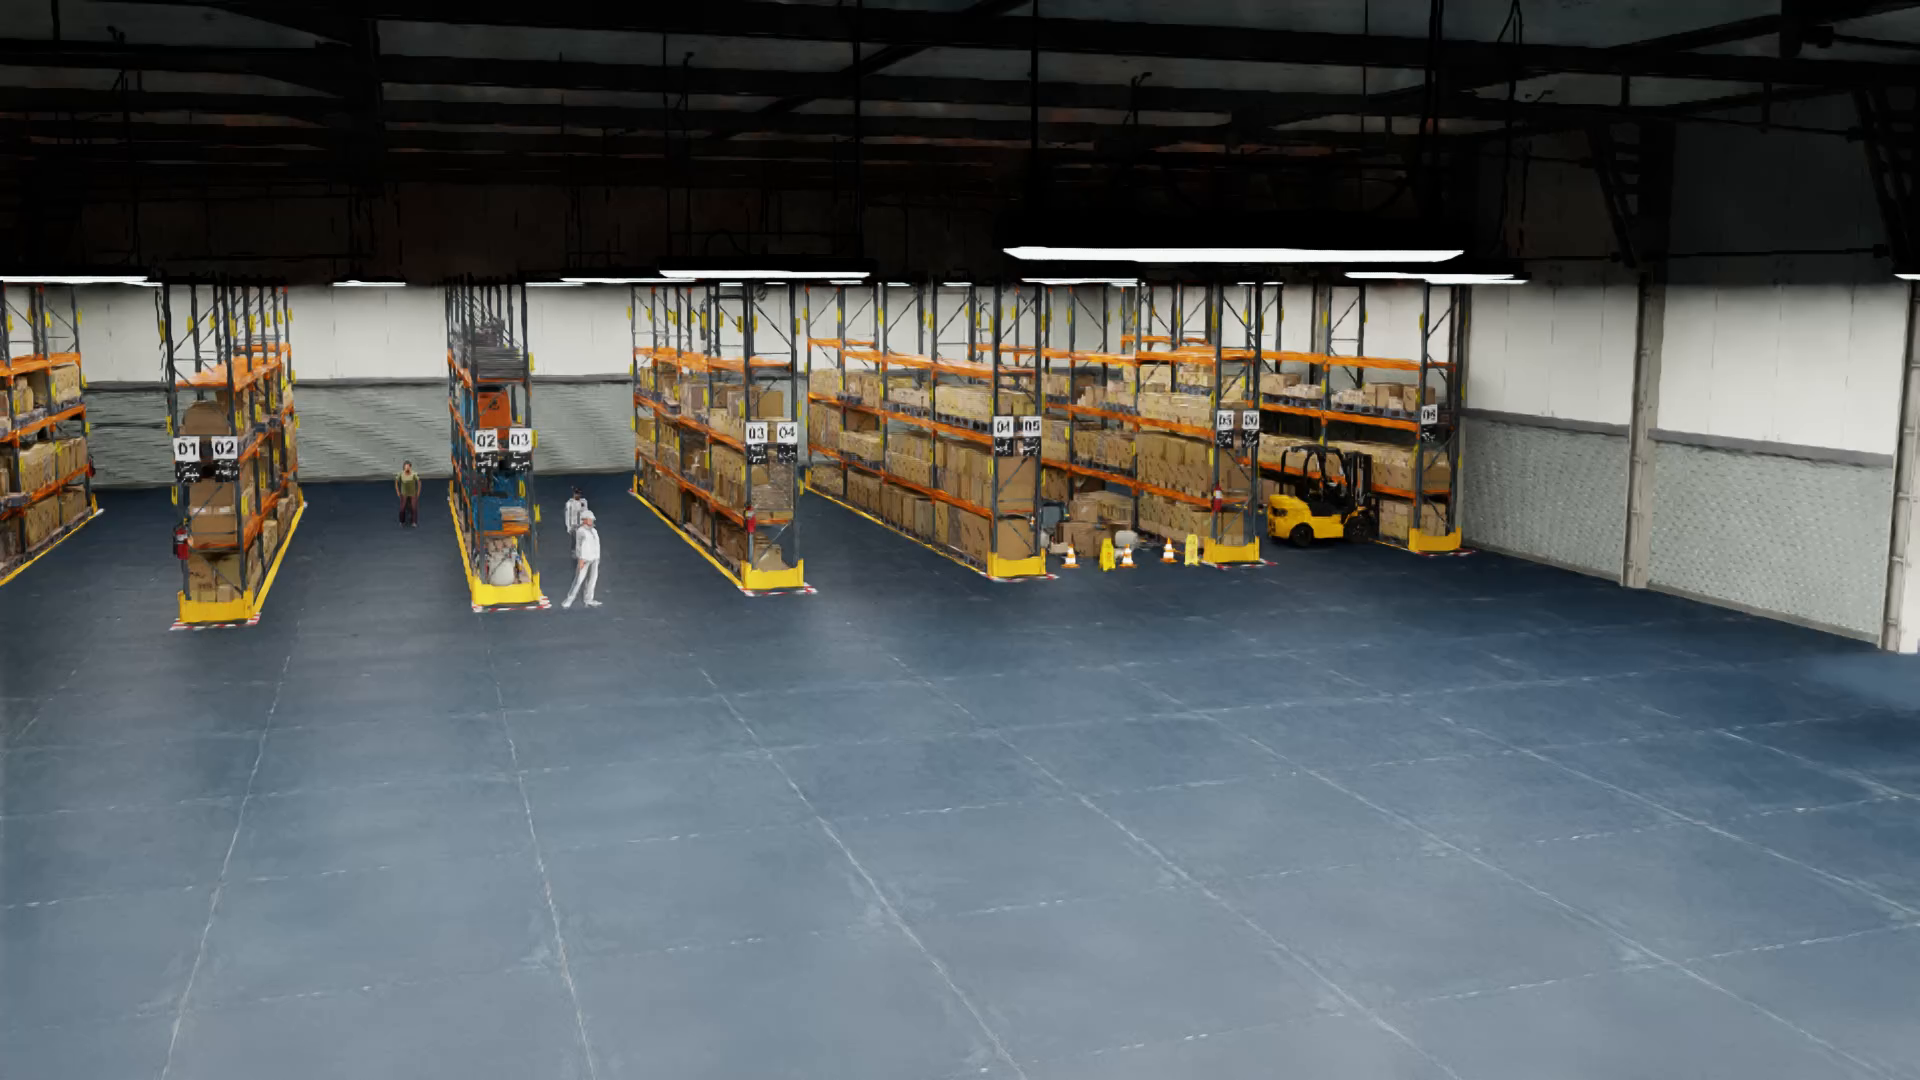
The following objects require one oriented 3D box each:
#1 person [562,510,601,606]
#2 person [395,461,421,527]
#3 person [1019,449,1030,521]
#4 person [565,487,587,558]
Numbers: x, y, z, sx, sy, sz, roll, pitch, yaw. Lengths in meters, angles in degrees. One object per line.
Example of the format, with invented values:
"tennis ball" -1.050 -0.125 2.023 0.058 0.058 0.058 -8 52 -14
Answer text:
"person" -6.849 0.337 30.040 0.512 1.765 0.728 5 10 28
"person" -13.312 -1.112 40.120 0.598 1.619 0.507 -3 9 -19
"person" 1.480 -1.362 41.075 0.577 1.783 0.662 1 9 9
"person" -8.053 -0.348 34.994 0.495 1.589 1.086 -2 9 -16
